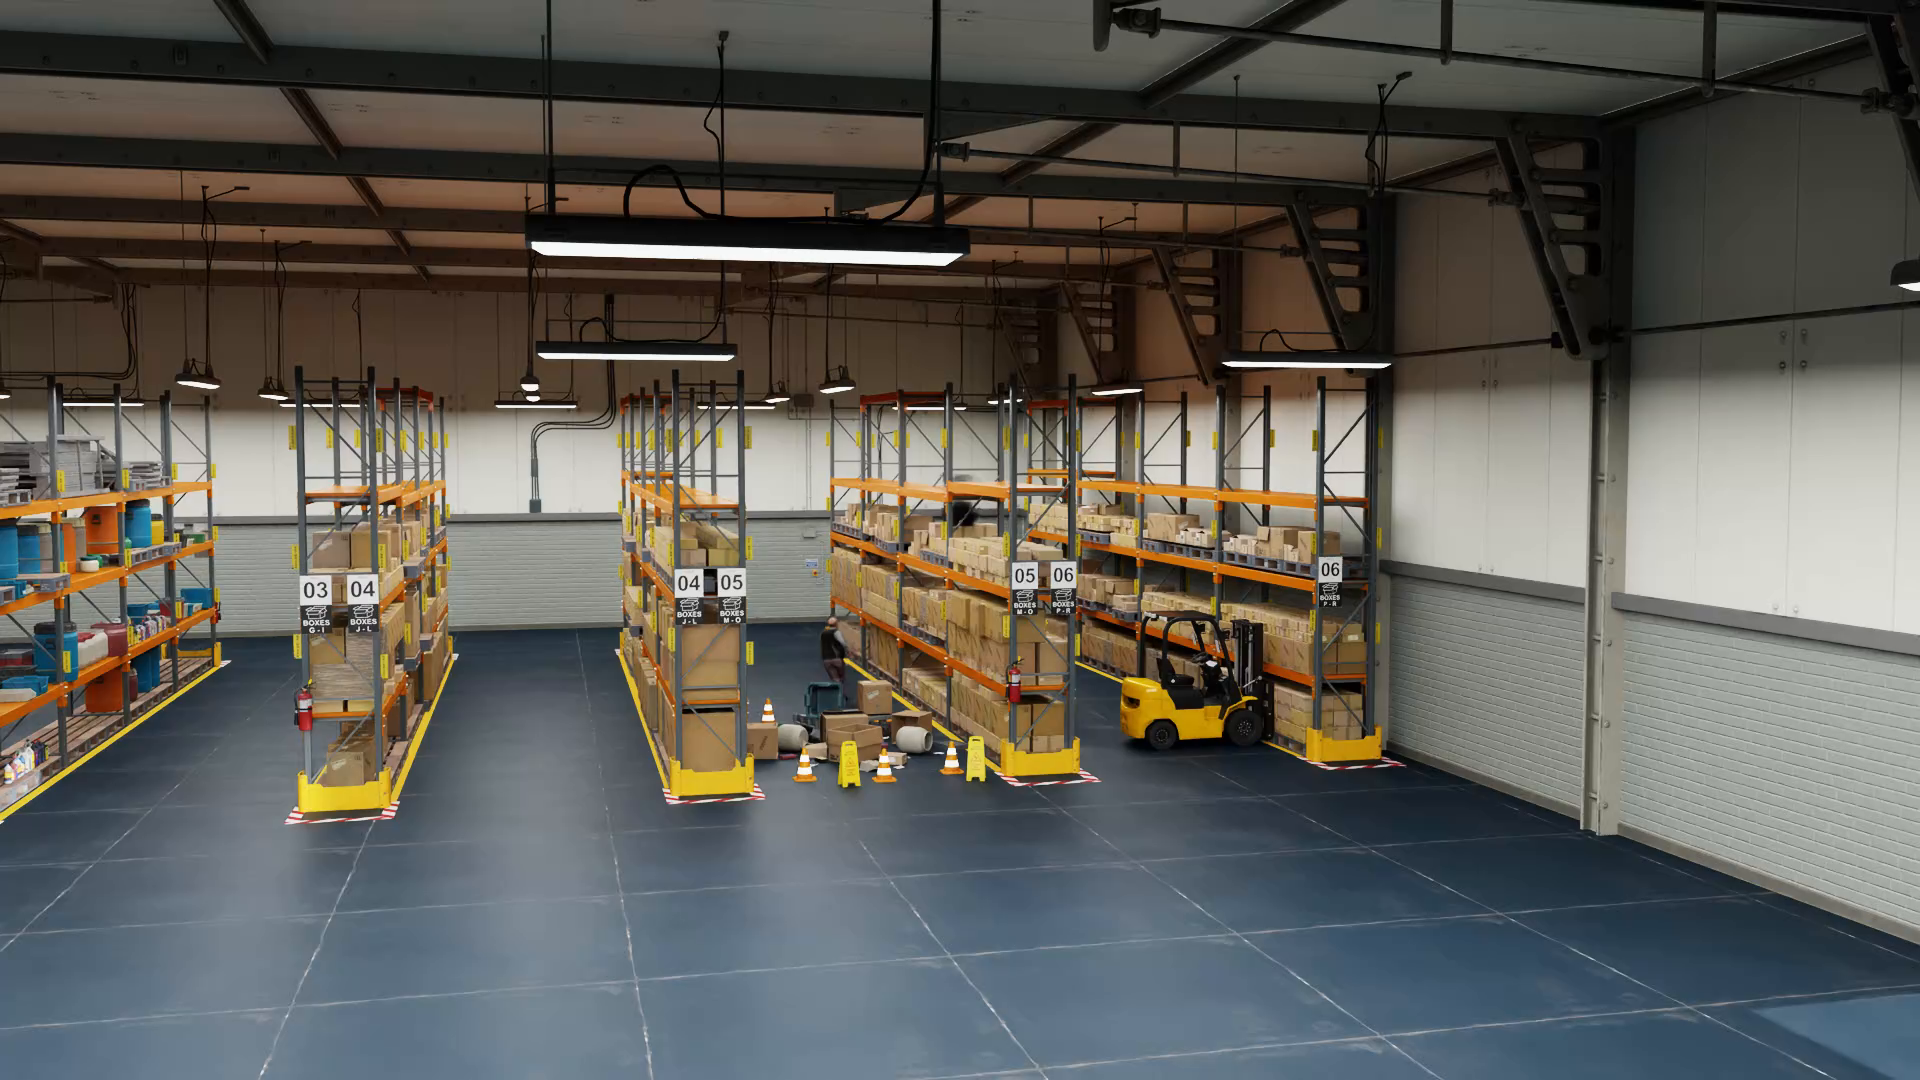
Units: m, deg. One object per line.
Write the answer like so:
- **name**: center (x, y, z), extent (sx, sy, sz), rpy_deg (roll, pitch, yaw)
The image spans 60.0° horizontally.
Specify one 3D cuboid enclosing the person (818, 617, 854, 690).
- **person**: center (-2.381, 2.266, 31.644), extent (0.765, 1.568, 0.646), rpy_deg (1, 4, 15)
